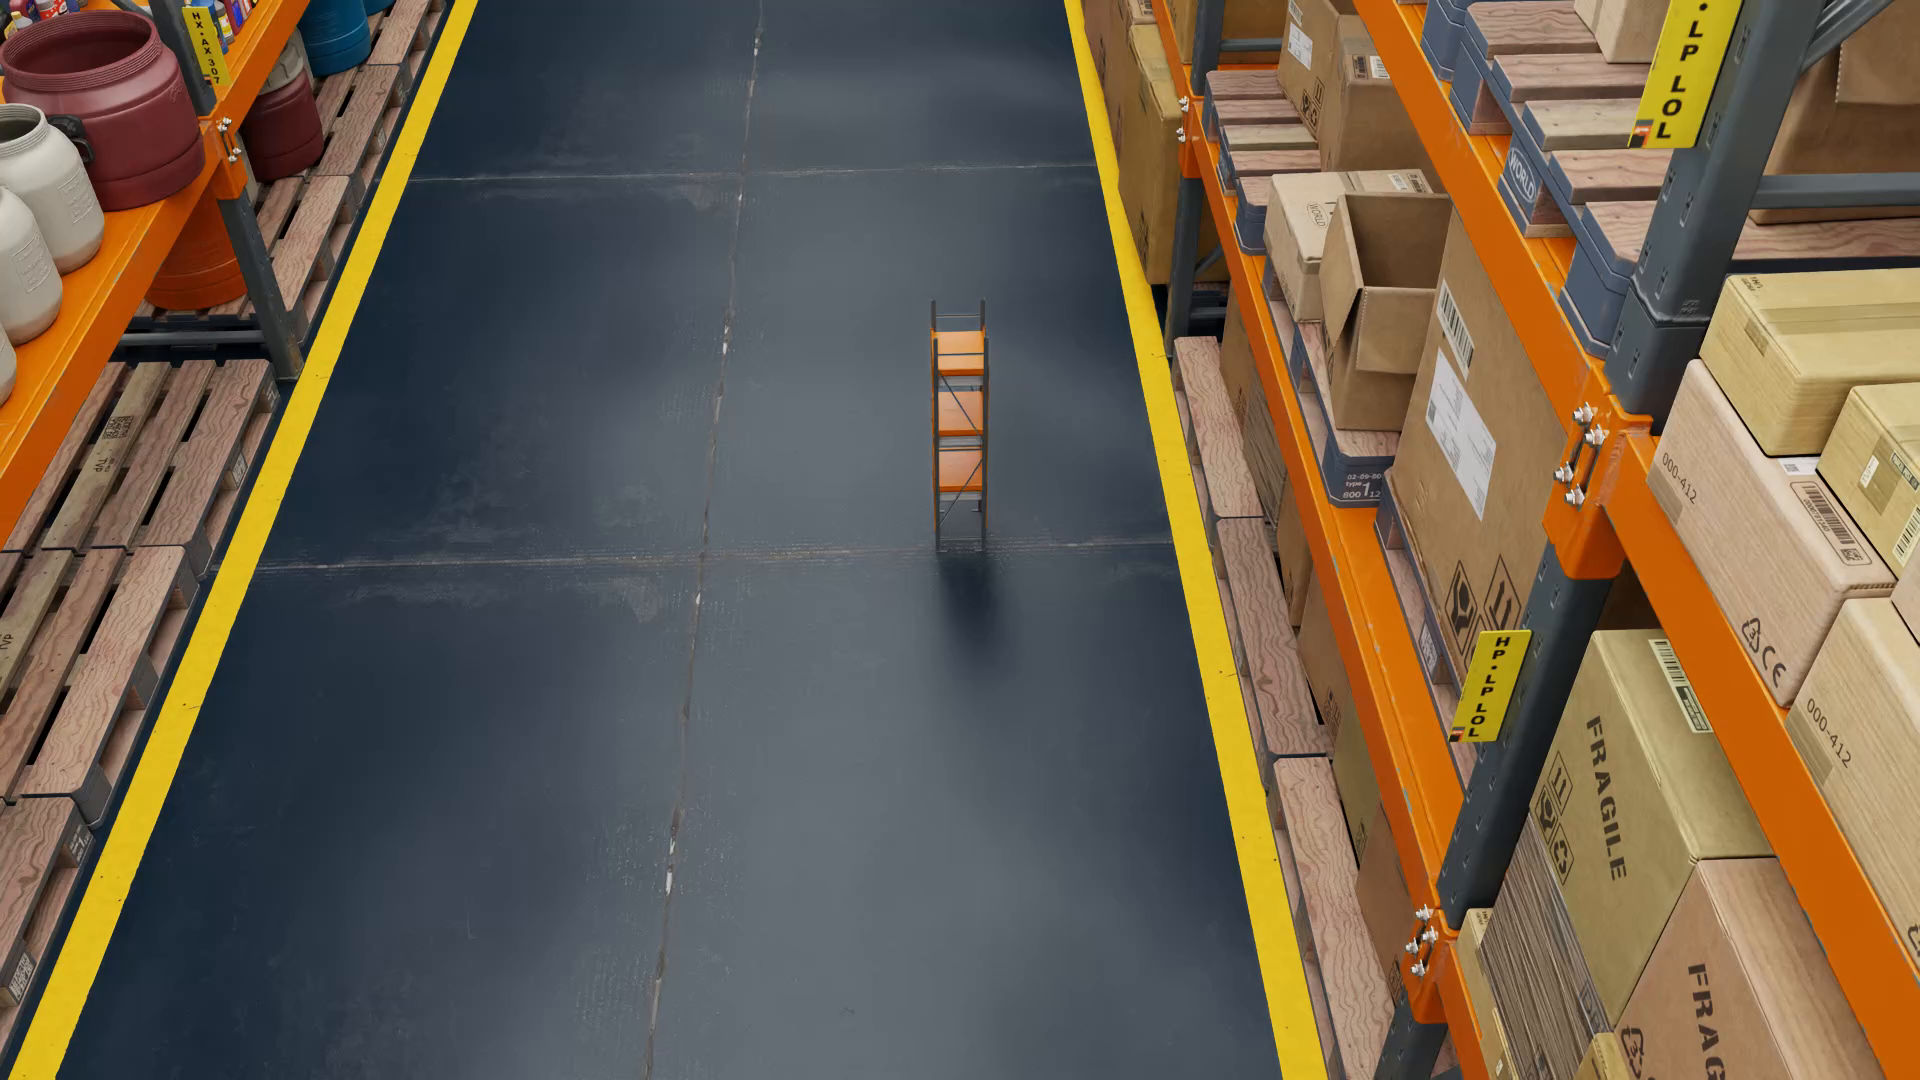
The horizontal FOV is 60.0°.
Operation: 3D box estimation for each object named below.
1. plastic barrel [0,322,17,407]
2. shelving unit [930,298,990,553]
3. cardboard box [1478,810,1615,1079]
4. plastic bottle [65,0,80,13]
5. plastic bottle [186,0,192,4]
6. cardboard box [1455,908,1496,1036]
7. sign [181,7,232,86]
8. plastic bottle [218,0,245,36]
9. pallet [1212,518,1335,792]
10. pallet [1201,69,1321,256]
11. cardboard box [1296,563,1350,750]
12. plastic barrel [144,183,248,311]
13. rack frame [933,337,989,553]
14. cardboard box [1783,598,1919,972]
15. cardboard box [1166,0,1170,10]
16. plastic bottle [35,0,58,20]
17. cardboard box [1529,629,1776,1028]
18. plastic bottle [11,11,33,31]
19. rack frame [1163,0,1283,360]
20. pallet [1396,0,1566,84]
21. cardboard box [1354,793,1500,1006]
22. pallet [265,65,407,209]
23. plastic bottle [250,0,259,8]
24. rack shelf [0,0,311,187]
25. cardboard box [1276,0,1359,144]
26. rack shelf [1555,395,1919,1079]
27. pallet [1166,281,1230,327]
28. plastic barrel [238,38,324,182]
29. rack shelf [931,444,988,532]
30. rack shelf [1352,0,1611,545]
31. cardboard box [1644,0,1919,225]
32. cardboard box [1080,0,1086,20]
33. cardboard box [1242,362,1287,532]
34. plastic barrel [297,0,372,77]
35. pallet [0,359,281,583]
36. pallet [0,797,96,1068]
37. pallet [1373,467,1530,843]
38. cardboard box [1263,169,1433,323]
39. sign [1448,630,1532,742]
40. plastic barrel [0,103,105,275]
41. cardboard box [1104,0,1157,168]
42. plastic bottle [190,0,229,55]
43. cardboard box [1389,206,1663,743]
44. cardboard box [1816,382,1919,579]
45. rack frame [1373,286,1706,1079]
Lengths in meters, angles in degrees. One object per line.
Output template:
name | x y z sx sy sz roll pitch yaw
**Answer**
plastic barrel | -3.201 -0.641 5.129 0.433 0.535 0.433 0 43 0
shelving unit | -0.002 -0.423 6.435 0.215 1.050 0.252 -2 43 -2
cardboard box | 1.576 0.865 3.292 0.875 0.500 0.500 -2 43 -2
plastic bottle | -3.948 -2.431 7.277 0.097 0.271 0.097 0 43 0
plastic bottle | -3.339 -2.376 7.270 0.097 0.201 0.097 0 43 0
cardboard box | 1.327 0.953 3.677 0.380 0.149 0.250 -2 43 -2
sign | -2.951 -1.933 6.518 0.100 0.325 0.005 -2 43 -2
plastic bottle | -3.164 -2.333 7.162 0.061 0.283 0.133 -2 43 -2
pallet | 1.529 0.383 6.176 1.003 0.211 1.213 -2 43 -2
pallet | 1.585 -1.445 6.249 1.213 0.211 1.003 -2 43 -2
cardboard box | 1.588 0.350 5.672 0.700 0.500 0.500 -5 43 -5
plastic barrel | -3.538 -1.536 7.502 0.600 0.830 0.708 -2 43 -2
rack frame | 0.003 -0.341 6.345 0.200 1.050 0.008 -2 43 -2
cardboard box | 1.409 0.324 2.068 0.500 0.250 0.500 -2 43 -2
cardboard box | 1.165 -2.694 7.395 0.500 0.500 0.500 -2 43 -2
plastic bottle | -3.940 -2.274 7.158 0.097 0.201 0.097 0 43 0
cardboard box | 1.383 0.502 2.948 0.500 0.500 0.500 -2 43 -2
plastic bottle | -3.930 -2.118 6.988 0.097 0.201 0.097 0 43 0
rack frame | 1.448 -1.994 6.705 1.000 3.000 0.127 -2 43 -2
pallet | 1.651 -1.450 4.031 1.213 0.211 1.003 -2 43 -2
cardboard box | 1.614 1.051 4.908 0.700 0.500 0.500 -5 43 -5
pallet | -3.624 -2.177 8.968 1.003 0.211 1.213 -2 43 -2
plastic bottle | -3.175 -2.514 7.360 0.061 0.283 0.133 -2 43 -2
rack shelf | -3.585 -2.937 8.267 1.077 0.370 4.000 -2 43 -2
cardboard box | 1.511 -1.822 6.133 0.500 0.500 0.500 -6 43 -7
rack shelf | 1.703 1.216 1.516 1.077 0.370 4.000 -2 43 -2
pallet | 1.490 -1.500 8.231 1.003 0.211 1.213 -2 43 -2
plastic barrel | -3.586 -2.210 8.415 0.600 0.588 0.708 -2 43 -2
rack shelf | -0.002 -0.210 6.630 0.215 0.259 0.240 -2 43 -2
rack shelf | 1.533 -1.484 4.462 1.077 0.370 4.000 -2 43 -2
cardboard box | 1.697 -0.912 2.918 0.797 0.503 0.637 -4 43 -4
cardboard box | 1.326 -3.634 9.757 1.225 0.875 0.875 -2 43 -2
cardboard box | 1.533 -0.409 6.500 0.700 0.500 0.500 -5 43 -5
plastic barrel | -3.634 -3.088 9.141 0.600 0.901 0.708 -2 43 -2
pallet | -3.506 -0.300 6.921 1.003 0.211 1.213 -2 43 -2
pallet | -3.402 1.347 5.124 1.003 0.211 1.213 -2 43 -2
pallet | 1.731 0.257 4.392 1.003 0.211 1.213 -2 43 -2
cardboard box | 1.290 -0.955 5.373 0.500 0.250 0.500 -3 43 -3
sign | 1.064 0.298 3.348 0.100 0.325 0.005 -2 43 -2
plastic barrel | -3.243 -1.205 5.762 0.421 0.512 0.421 0 43 0
cardboard box | 1.410 -2.434 8.447 1.225 0.875 0.875 -2 43 -2
plastic bottle | -3.173 -2.185 7.009 0.097 0.271 0.097 0 43 0
cardboard box | 1.724 -0.210 4.004 1.000 1.000 1.000 -1 43 -2
cardboard box | 1.404 -0.085 2.219 0.380 0.149 0.250 -4 43 -4
rack frame | 1.618 0.706 3.759 1.000 3.000 0.127 -2 43 -2
